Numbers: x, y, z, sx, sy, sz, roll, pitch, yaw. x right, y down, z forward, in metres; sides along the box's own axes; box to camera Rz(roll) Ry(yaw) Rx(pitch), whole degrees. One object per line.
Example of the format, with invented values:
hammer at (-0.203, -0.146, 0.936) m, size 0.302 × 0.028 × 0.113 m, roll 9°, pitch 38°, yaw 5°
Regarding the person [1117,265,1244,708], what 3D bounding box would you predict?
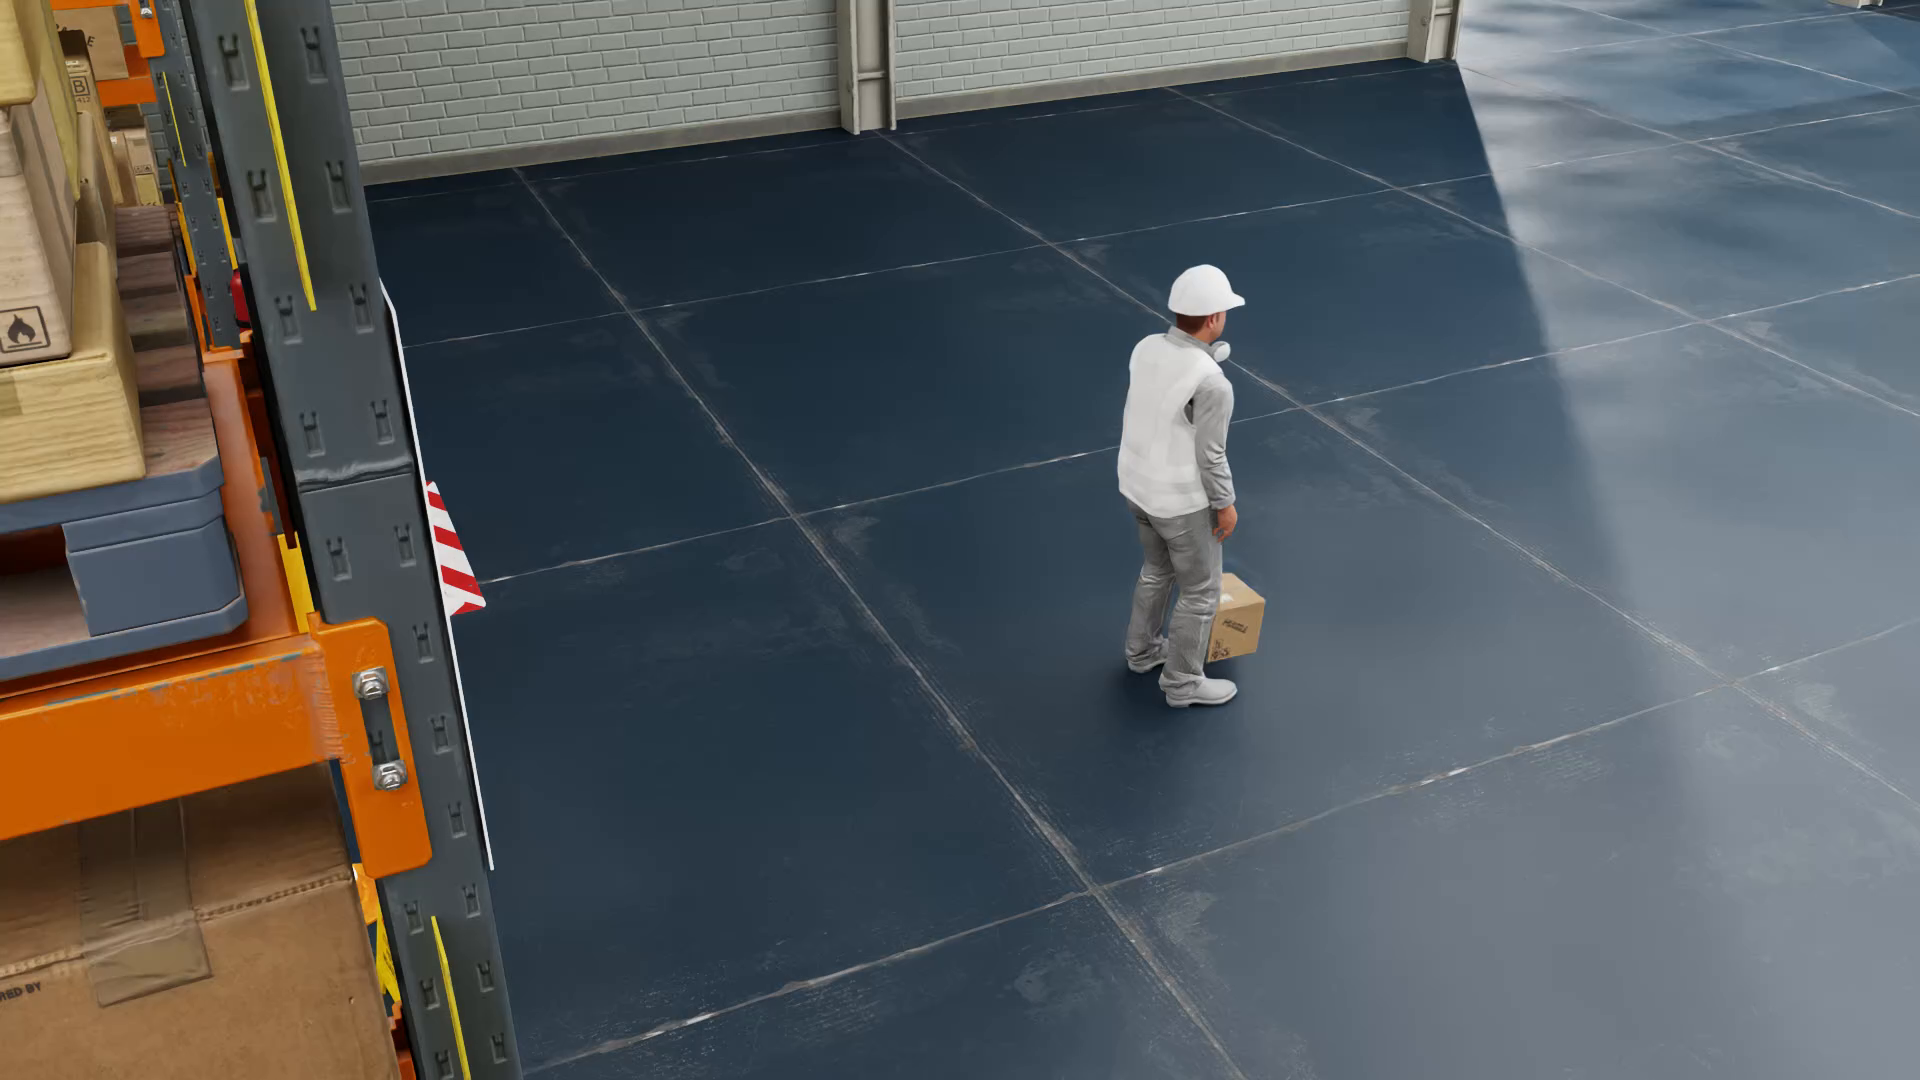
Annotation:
person at (0.848, -0.203, 6.461) m, size 0.450 × 1.773 × 0.568 m, roll -14°, pitch 32°, yaw -24°
